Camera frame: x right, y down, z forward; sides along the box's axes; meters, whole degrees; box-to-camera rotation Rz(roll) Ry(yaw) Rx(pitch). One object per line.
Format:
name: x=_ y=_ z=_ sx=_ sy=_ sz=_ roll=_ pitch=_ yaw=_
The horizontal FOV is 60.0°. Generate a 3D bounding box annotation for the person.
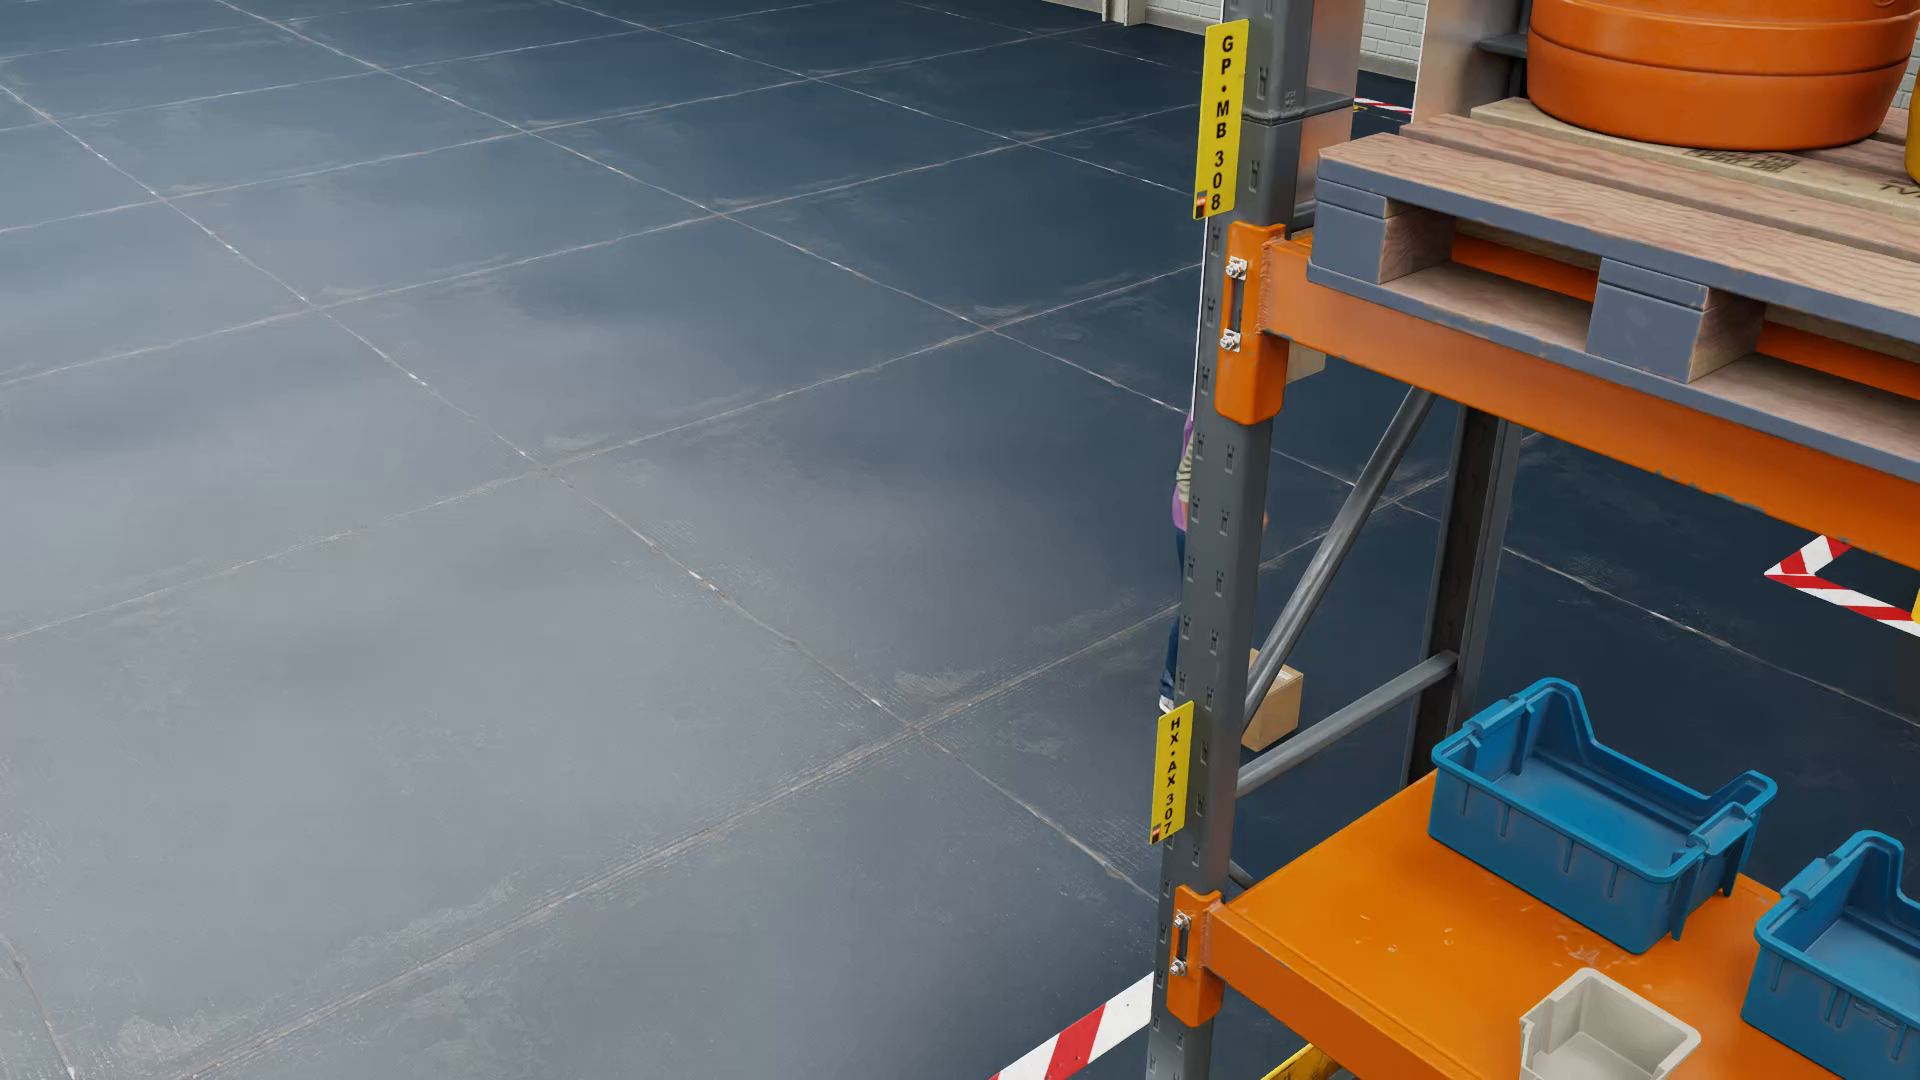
person: x=0.979 y=-0.059 z=6.242 sx=0.485 sy=1.593 sz=0.342 roll=-24 pitch=37 yaw=-37
